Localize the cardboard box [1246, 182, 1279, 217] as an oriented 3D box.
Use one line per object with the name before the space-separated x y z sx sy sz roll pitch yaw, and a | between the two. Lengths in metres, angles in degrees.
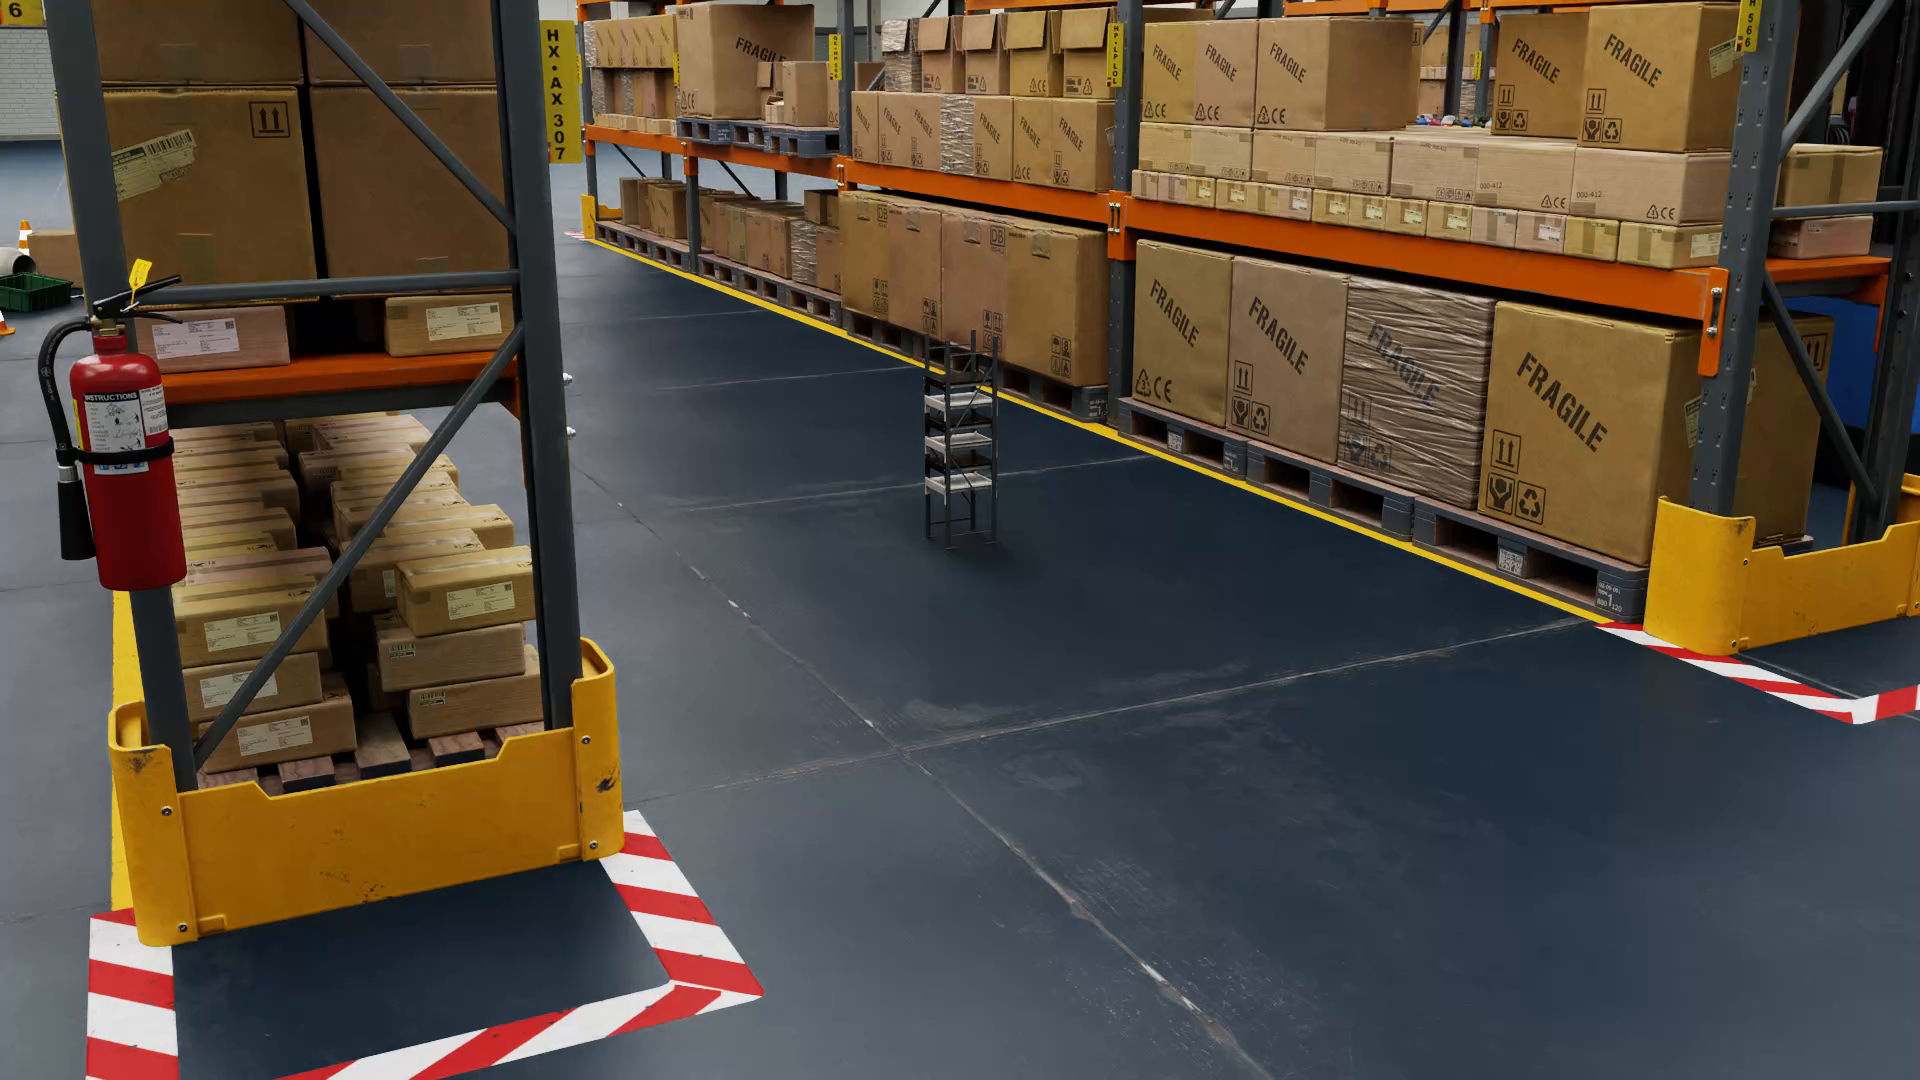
cardboard box | 1.605 -1.645 8.000 0.380 0.149 0.250 -8 18 -26

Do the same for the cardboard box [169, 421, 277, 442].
cardboard box | -2.867 -0.377 6.454 0.380 0.149 0.250 -8 18 -26

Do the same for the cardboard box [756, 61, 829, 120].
cardboard box | -1.348 -3.955 14.644 0.797 0.503 0.637 -6 17 -19

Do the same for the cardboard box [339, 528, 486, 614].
cardboard box | -1.589 0.086 4.842 0.380 0.149 0.250 -7 18 -24

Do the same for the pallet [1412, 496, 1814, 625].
pallet | 2.646 0.005 6.849 1.003 0.211 1.213 -8 18 -25

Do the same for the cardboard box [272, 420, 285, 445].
cardboard box | -3.274 -0.779 8.299 0.500 0.500 0.500 -7 17 -23

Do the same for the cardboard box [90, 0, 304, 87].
cardboard box | -1.860 -1.327 3.903 0.500 0.500 0.500 -8 18 -26

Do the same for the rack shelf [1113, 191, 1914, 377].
rack shelf | 2.191 -1.296 7.634 1.077 0.370 4.000 -8 18 -25

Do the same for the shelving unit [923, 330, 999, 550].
shelving unit | 0.004 -0.431 7.120 0.258 0.900 0.210 -8 18 -25

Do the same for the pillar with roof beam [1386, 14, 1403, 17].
pillar with roof beam | 4.001 -10.691 28.193 9.100 9.000 0.400 -8 18 -25

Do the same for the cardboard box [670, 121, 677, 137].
cardboard box | -2.650 -4.082 16.492 0.380 0.149 0.250 -8 18 -25

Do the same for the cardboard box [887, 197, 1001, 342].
cardboard box | 0.229 -1.915 11.576 1.225 0.875 0.875 -8 18 -25

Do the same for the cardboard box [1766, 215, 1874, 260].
cardboard box | 3.208 -1.153 6.287 0.380 0.149 0.250 -7 18 -24

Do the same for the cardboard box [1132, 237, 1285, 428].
cardboard box | 1.532 -1.145 8.894 0.875 0.875 0.875 -8 18 -25

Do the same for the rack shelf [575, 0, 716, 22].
rack shelf | -3.066 -5.714 17.589 1.077 0.370 4.000 -8 18 -25

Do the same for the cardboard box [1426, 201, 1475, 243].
cardboard box | 2.166 -1.327 6.892 0.380 0.149 0.250 -8 18 -26

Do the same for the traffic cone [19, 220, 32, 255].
traffic cone | -9.489 -3.017 16.923 0.336 0.463 0.334 -8 18 -25

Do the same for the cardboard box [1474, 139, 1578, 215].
cardboard box | 2.394 -1.431 6.532 0.500 0.250 0.500 -8 18 -26

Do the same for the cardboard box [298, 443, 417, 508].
cardboard box | -2.151 -0.235 5.960 0.380 0.149 0.250 -8 18 -25

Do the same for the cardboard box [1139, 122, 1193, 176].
cardboard box | 1.285 -2.061 8.726 0.500 0.250 0.500 -8 18 -26

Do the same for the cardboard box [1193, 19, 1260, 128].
cardboard box | 1.503 -2.297 8.189 0.500 0.500 0.500 -8 18 -25

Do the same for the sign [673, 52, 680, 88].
sign | -2.675 -4.470 15.821 0.100 0.325 0.005 -8 18 -25

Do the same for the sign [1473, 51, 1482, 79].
sign | 6.218 -5.705 19.978 0.100 0.325 0.005 -8 18 -25

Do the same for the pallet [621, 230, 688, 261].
pallet | -3.055 -3.247 18.181 1.003 0.211 1.213 -8 18 -25

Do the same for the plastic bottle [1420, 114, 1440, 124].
plastic bottle | 4.050 -3.541 14.376 0.152 0.276 0.135 -8 18 -25

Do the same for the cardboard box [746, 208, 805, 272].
cardboard box | -1.503 -2.718 15.017 0.700 0.500 0.500 -9 19 -30

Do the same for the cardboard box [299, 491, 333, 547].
cardboard box | -2.173 -0.094 6.006 0.380 0.149 0.250 -7 17 -22

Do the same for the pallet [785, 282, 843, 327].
pallet | -0.779 -1.983 13.780 1.003 0.211 1.213 -8 18 -25

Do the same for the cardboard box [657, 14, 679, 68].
cardboard box | -2.635 -4.872 16.256 0.500 0.500 0.500 -8 18 -25

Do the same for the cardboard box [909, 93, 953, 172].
cardboard box | -0.014 -2.770 11.285 0.500 0.500 0.500 -8 18 -26

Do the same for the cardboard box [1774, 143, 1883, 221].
cardboard box | 3.099 -1.369 6.315 0.500 0.250 0.500 -8 18 -26

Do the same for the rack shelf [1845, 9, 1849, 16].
rack shelf | 9.345 -4.926 14.845 1.077 0.370 4.000 -8 18 -25

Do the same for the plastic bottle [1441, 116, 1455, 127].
plastic bottle | 4.116 -3.408 13.912 0.152 0.276 0.135 -8 18 -25

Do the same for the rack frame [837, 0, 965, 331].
rack frame | -0.438 -3.130 12.719 1.000 3.000 0.127 -8 18 -25

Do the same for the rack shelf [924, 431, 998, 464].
rack shelf | 0.004 -0.398 7.129 0.258 0.077 0.200 -8 18 -25

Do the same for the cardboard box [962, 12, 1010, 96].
cardboard box | 0.451 -3.149 10.788 0.797 0.503 0.637 -7 17 -23

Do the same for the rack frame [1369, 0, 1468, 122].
rack frame | 4.014 -3.728 14.805 1.000 3.000 0.127 -8 18 -25

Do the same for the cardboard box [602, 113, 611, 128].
cardboard box | -3.844 -4.765 18.873 0.380 0.149 0.250 -8 18 -25

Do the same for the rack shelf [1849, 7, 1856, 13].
rack shelf | 12.044 -6.517 20.390 1.077 0.370 4.000 -8 18 -25

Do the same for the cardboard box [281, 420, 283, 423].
cardboard box | -2.799 -0.624 7.317 0.380 0.149 0.250 -7 17 -23

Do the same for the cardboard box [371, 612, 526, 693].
cardboard box | -1.435 0.293 4.661 0.380 0.149 0.250 -7 17 -23

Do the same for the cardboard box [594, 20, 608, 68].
cardboard box | -3.734 -5.491 18.414 0.500 0.500 0.500 -8 18 -25

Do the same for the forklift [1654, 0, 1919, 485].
forklift | 4.321 -2.036 9.033 1.130 2.935 3.031 -6 17 -21

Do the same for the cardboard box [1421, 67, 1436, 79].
cardboard box | 6.065 -5.910 21.051 0.380 0.149 0.250 -8 18 -25

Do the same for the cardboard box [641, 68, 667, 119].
cardboard box | -2.829 -4.672 17.372 0.875 0.500 0.500 -8 18 -25

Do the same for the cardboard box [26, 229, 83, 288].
cardboard box | -8.296 -2.608 15.428 0.500 0.500 0.500 -5 17 -15

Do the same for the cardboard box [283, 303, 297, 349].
cardboard box | -1.908 -0.564 4.234 0.380 0.149 0.250 -8 18 -25

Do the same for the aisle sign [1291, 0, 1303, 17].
aisle sign | 4.660 -7.539 23.369 0.394 0.787 0.004 -8 18 -25

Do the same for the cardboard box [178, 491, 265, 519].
cardboard box | -2.406 -0.040 5.280 0.380 0.149 0.250 -7 17 -23

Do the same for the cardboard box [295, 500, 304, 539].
cardboard box | -2.492 -0.127 6.662 0.380 0.149 0.250 -8 18 -26

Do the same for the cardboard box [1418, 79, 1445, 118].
cardboard box | 6.280 -5.605 21.164 0.700 0.500 0.500 -8 18 -25

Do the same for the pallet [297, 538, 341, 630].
pallet | -2.324 0.242 6.025 1.003 0.211 1.213 -8 18 -25

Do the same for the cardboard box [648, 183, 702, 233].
cardboard box | -3.134 -3.655 18.321 0.500 0.500 0.500 -6 17 -20
